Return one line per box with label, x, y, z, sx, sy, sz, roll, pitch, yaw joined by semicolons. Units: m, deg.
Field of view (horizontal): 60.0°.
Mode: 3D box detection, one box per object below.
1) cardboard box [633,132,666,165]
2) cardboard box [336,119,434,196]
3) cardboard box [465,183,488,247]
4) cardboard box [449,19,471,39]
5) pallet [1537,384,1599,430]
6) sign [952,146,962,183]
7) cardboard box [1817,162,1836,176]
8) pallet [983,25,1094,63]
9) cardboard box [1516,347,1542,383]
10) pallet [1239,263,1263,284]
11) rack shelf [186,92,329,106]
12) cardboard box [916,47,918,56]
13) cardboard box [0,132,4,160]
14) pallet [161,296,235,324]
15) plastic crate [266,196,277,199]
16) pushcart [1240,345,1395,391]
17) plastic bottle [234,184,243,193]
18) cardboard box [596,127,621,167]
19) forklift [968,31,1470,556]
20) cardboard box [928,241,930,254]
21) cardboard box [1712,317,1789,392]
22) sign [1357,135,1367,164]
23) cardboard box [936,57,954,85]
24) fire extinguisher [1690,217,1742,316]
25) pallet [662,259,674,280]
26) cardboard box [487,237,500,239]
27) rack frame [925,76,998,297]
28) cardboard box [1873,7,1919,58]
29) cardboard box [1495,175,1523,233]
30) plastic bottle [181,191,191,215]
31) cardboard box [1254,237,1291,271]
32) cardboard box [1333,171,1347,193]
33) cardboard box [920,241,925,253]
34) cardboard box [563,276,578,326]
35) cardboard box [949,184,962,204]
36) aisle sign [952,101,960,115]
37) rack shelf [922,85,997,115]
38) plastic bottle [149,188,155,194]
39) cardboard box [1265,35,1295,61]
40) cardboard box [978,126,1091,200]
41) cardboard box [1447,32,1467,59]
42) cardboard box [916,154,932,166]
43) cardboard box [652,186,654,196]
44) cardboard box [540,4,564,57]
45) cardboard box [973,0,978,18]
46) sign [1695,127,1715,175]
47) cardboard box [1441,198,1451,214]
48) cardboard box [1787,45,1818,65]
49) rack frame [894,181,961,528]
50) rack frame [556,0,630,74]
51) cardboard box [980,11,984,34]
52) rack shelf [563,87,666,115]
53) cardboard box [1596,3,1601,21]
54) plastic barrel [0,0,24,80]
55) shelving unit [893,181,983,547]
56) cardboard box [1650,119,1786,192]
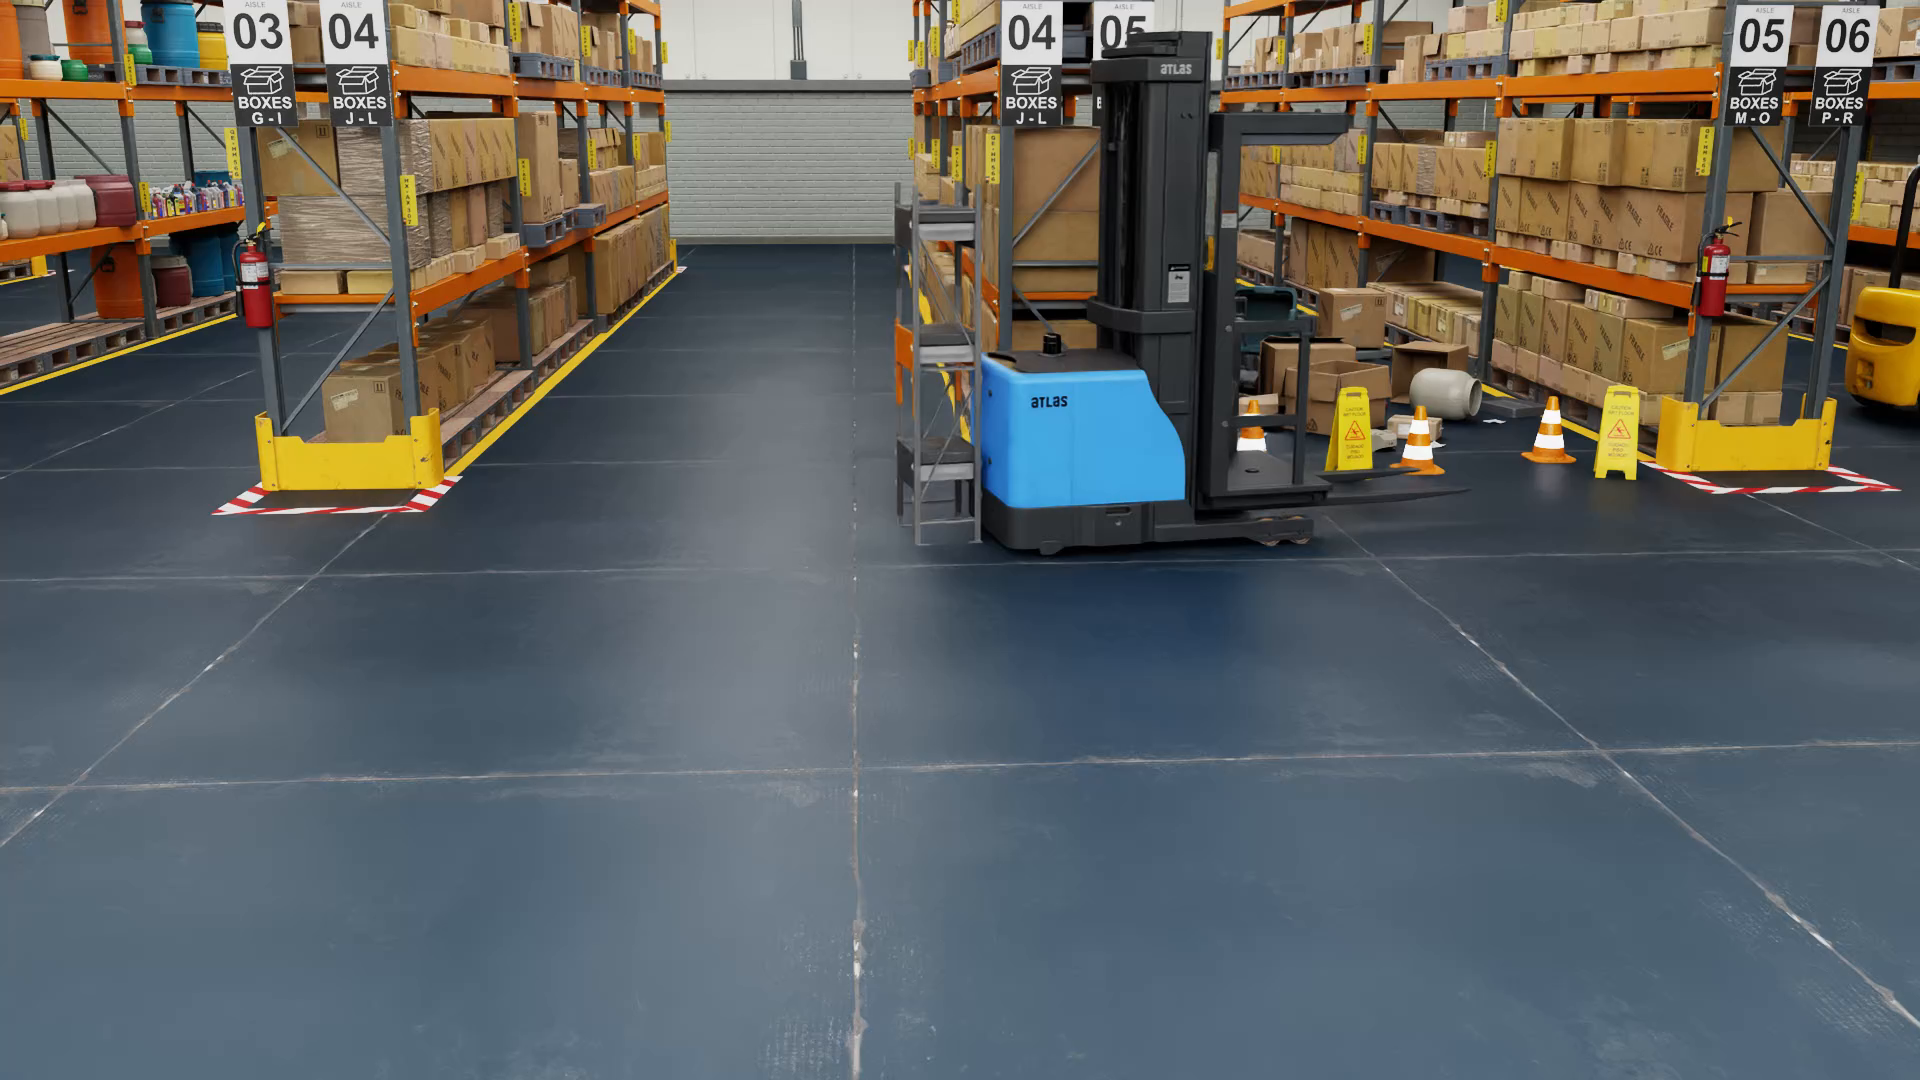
cardboard box;-4.891;-6.117;25.979;0.500;0.500;0.500;-1;14;-3
cardboard box;-3.954;-2.638;11.455;0.500;0.500;0.500;-1;14;-3
cardboard box;-4.347;-2.647;13.496;0.875;0.500;0.500;-1;14;-3
cardboard box;-4.045;-3.984;12.972;0.380;0.149;0.250;0;14;-1
pallet;5.606;-1.147;14.060;1.003;0.211;1.213;-1;14;-3
sign;-0.024;-3.378;14.971;0.100;0.325;0.005;-1;14;-3
cardboard box;9.942;-4.189;18.786;0.380;0.149;0.250;0;14;-2
pallet;0.708;-3.466;11.635;1.003;0.211;1.213;-1;14;-3
cardboard box;5.262;-1.556;14.730;0.500;0.250;0.500;0;14;0
pallet;4.908;-4.102;25.544;1.003;0.211;1.213;-1;14;-3
rack shelf;-10.003;-6.330;24.032;1.077;0.370;4.000;-1;14;-3
cardboard box;-0.478;-7.389;25.203;0.380;0.149;0.250;-1;14;-3
cardboard box;-14.737;-5.948;24.917;0.500;0.500;0.500;0;14;-2
pallet;-9.794;-2.881;20.800;1.003;0.211;1.213;-1;14;-3
plastic crate;-9.684;-5.014;23.246;0.402;0.464;0.583;-1;14;-3
pushcart;3.178;-1.650;15.684;1.648;0.377;0.936;-6;16;-23
plastic bottle;-9.532;-4.575;22.037;0.152;0.276;0.135;-1;14;-3
cardboard box;-4.888;-5.180;21.926;0.797;0.503;0.637;-1;14;-5
forklift;1.627;-1.506;9.999;3.031;2.935;1.130;-4;15;-14
cardboard box;-0.161;-3.892;21.801;0.500;0.250;0.500;0;14;-2
cardboard box;5.923;-1.419;12.692;0.500;0.500;0.500;-1;14;-5
sign;4.649;-4.514;19.228;0.100;0.325;0.005;-1;14;-3
cardboard box;-0.020;-5.500;19.164;0.500;0.500;0.500;-1;14;-3
fire extinguisher;5.246;-1.900;11.547;0.296;0.674;0.183;-1;14;-3
pallet;-5.056;-4.251;26.126;1.003;0.211;1.213;-1;14;-3
cardboard box;-4.172;-2.519;14.301;0.380;0.149;0.250;-1;14;-3
rack frame;0.021;-4.856;22.880;1.000;3.000;0.127;-1;14;-3
cardboard box;10.022;-5.356;17.560;0.500;0.500;0.500;-1;14;-2
cardboard box;5.200;-3.047;15.050;0.500;0.500;0.500;-1;14;-4
plastic bottle;-9.362;-4.077;20.088;0.061;0.283;0.133;-1;14;-3
cardboard box;4.967;-4.301;25.020;0.875;0.438;0.875;-1;14;-5
cardboard box;4.884;-4.376;20.313;0.500;0.250;0.500;-1;14;-5
cardboard box;-0.386;-4.308;24.434;0.380;0.149;0.250;-2;15;-6
cardboard box;-4.626;-2.646;18.424;0.700;0.500;0.500;-2;15;-6
cardboard box;0.155;-3.292;16.600;0.500;0.500;0.500;-1;14;-3
aisle sign;0.068;-7.133;26.511;0.394;0.787;0.004;-1;14;-3
rack shelf;0.145;-5.463;20.663;1.077;0.370;4.000;-1;14;-3
plastic bottle;-10.159;-4.259;20.809;0.152;0.276;0.135;-1;14;-3
cardboard box;4.840;-7.047;24.125;0.797;0.503;0.637;0;14;1
cardboard box;0.592;-2.967;13.069;0.875;0.550;0.500;-1;14;-3
cardboard box;5.213;-4.947;16.673;0.500;0.250;0.500;-1;14;-3
cardboard box;-0.390;-5.052;22.107;0.380;0.149;0.250;0;14;-2
cardboard box;-4.720;-5.149;24.524;0.380;0.149;0.250;-1;14;-5
cardboard box;-4.351;-5.187;16.945;0.500;0.500;0.500;-1;14;-2
cardboard box;0.364;-4.140;12.736;0.500;0.250;0.500;-1;14;-3
sign;5.144;-2.683;11.478;0.100;0.325;0.005;-1;14;-3
cardboard box;5.074;-3.366;16.751;0.380;0.149;0.250;-1;14;-3
cardboard box;6.002;-3.392;11.673;0.380;0.149;0.250;-1;14;-3
rack frame;-0.191;-1.108;10.119;0.400;2.100;0.015;-4;15;-14
rack frame;-4.936;-7.710;21.933;1.000;3.000;0.127;-1;14;-3
cardboard box;0.343;-3.785;12.159;0.380;0.149;0.250;-1;14;-4
rack shelf;-5.060;-6.406;24.329;1.077;0.370;4.000;-1;14;-3
cardboard box;5.323;-4.216;13.278;0.380;0.149;0.250;-1;14;-2
plastic barrel;-9.757;-5.024;16.650;0.600;0.830;0.708;-1;14;-3
shelving unit;-0.133;-1.049;9.890;0.431;2.100;0.503;-4;15;-14
cardboard box;5.449;-2.774;11.982;0.700;0.500;0.500;-1;14;-5
